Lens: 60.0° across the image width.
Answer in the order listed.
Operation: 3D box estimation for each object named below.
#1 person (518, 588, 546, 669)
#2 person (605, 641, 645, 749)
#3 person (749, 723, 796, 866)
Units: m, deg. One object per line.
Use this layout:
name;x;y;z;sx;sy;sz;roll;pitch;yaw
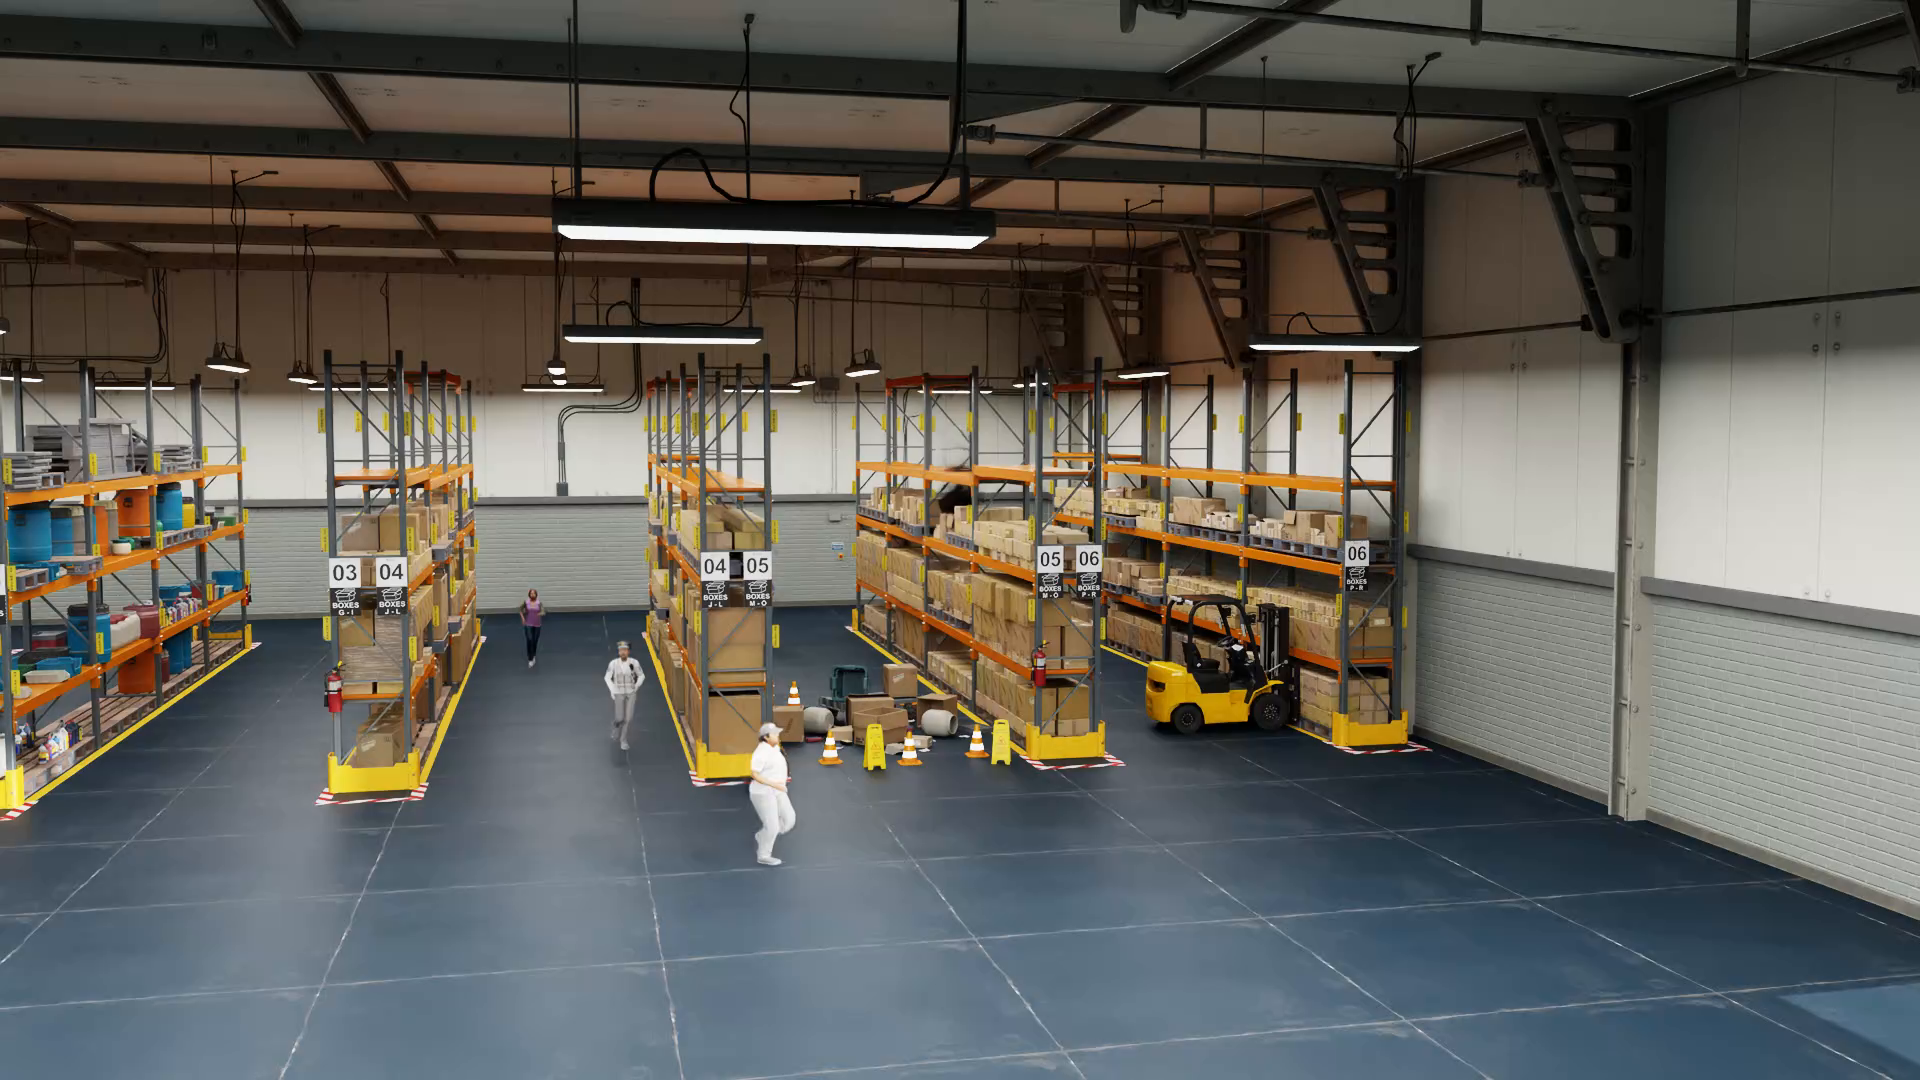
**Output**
person;-8.834;1.815;34.381;0.521;1.647;0.733;-2;4;-23
person;-5.189;2.387;25.802;0.610;1.671;0.588;-1;4;-14
person;-2.139;2.886;18.863;0.515;1.614;0.621;2;4;21
